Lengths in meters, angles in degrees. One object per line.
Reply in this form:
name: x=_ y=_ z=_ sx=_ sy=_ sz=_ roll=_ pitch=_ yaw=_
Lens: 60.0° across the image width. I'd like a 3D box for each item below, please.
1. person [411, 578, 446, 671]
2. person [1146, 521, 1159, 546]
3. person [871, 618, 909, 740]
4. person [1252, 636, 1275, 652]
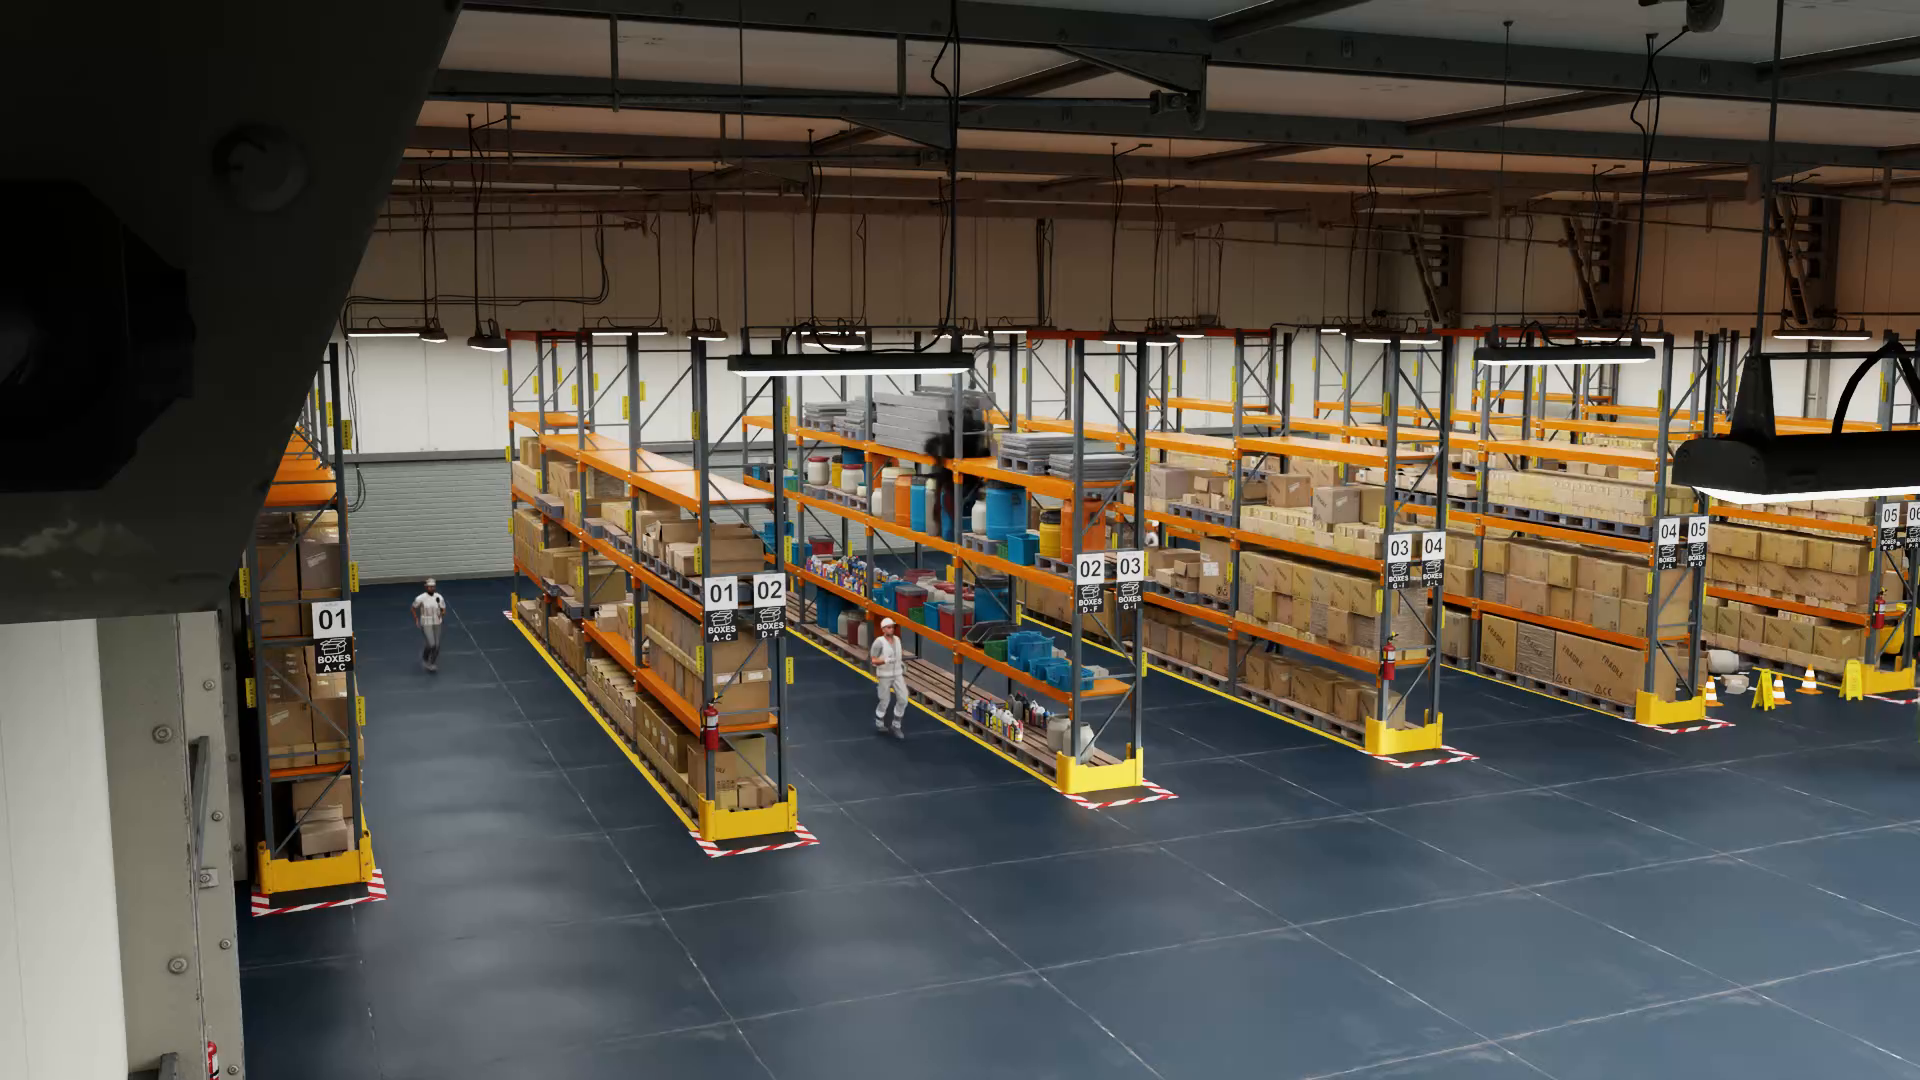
person: x=-9.347 y=1.502 z=29.405 sx=0.552 sy=1.662 sz=0.628 roll=-6 pitch=10 yaw=-36
person: x=4.321 y=0.435 z=36.865 sx=0.610 sy=1.804 sz=0.889 roll=-3 pitch=8 yaw=-23
person: x=-1.035 y=2.071 z=24.854 sx=0.632 sy=1.824 sz=0.705 roll=-5 pitch=9 yaw=-31
person: x=5.687 y=1.372 z=30.708 sx=0.608 sy=1.607 sz=0.611 roll=-4 pitch=9 yaw=-28
